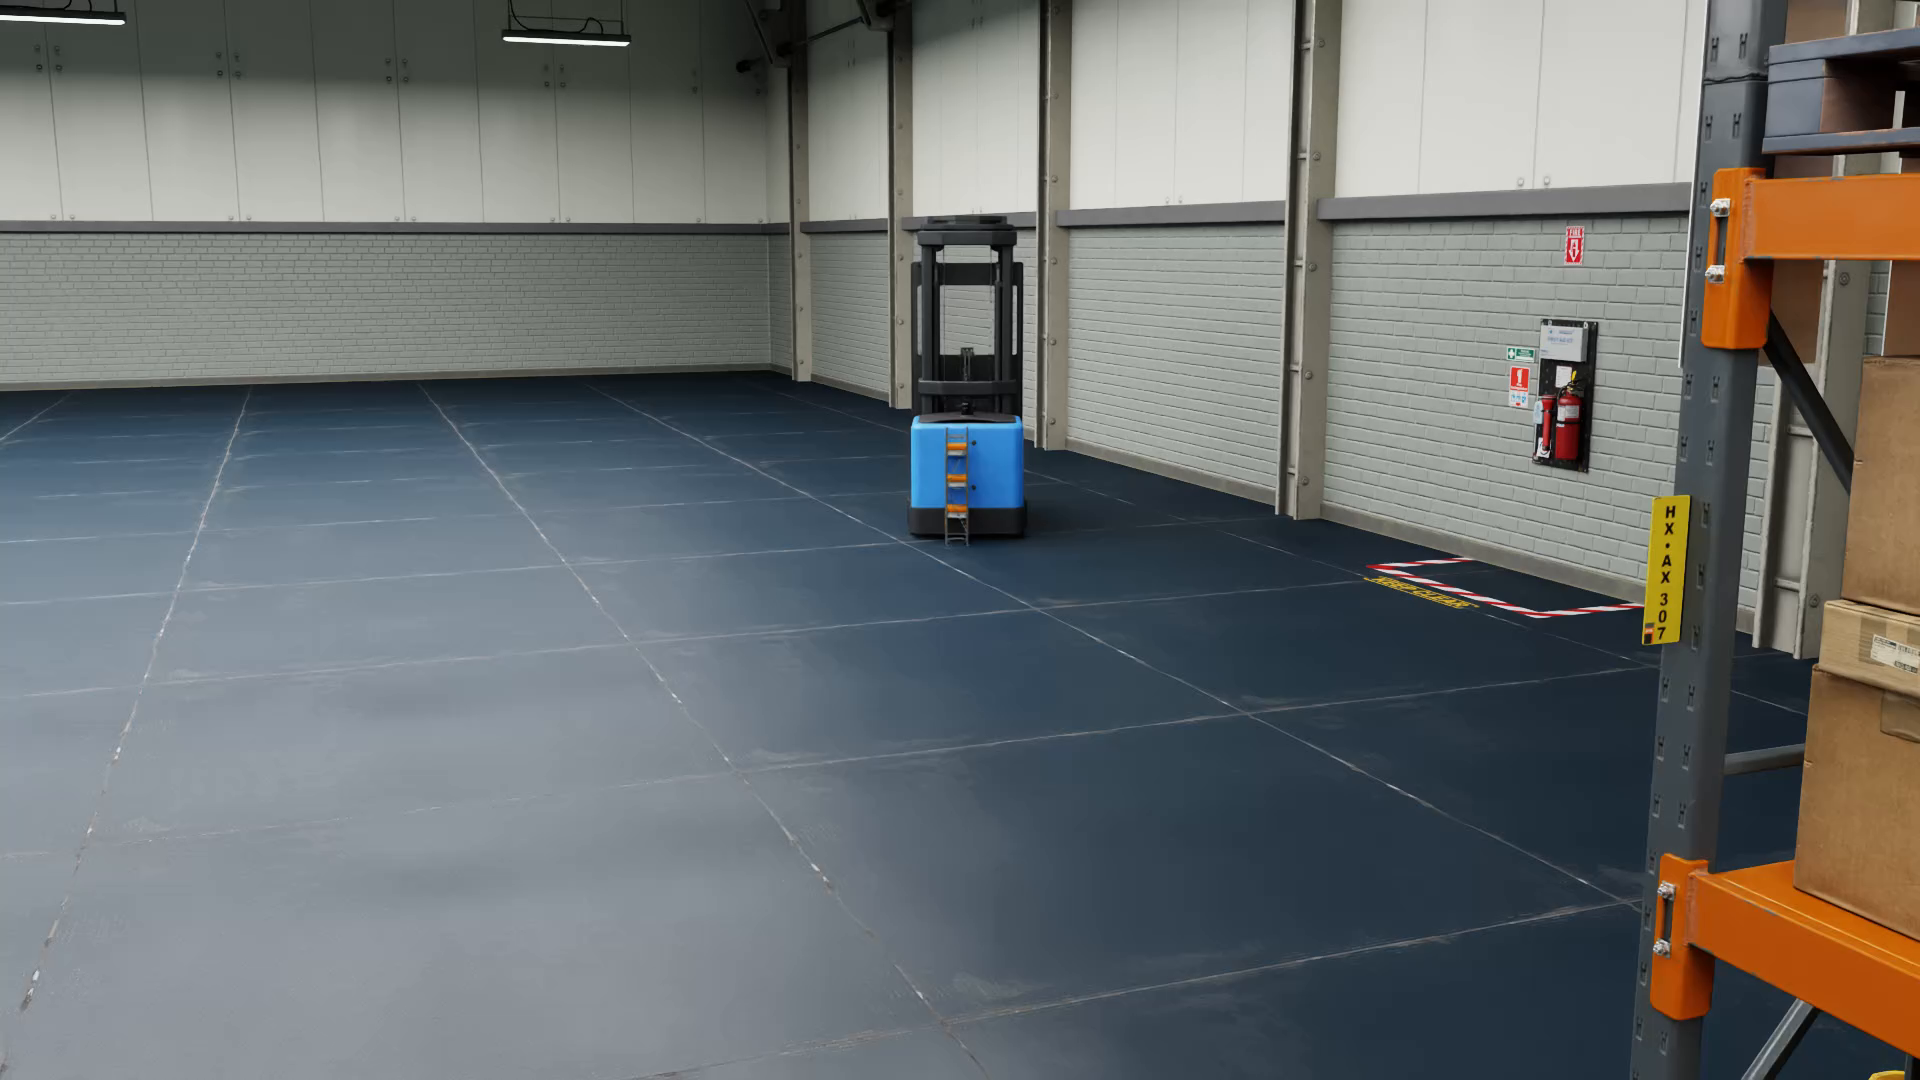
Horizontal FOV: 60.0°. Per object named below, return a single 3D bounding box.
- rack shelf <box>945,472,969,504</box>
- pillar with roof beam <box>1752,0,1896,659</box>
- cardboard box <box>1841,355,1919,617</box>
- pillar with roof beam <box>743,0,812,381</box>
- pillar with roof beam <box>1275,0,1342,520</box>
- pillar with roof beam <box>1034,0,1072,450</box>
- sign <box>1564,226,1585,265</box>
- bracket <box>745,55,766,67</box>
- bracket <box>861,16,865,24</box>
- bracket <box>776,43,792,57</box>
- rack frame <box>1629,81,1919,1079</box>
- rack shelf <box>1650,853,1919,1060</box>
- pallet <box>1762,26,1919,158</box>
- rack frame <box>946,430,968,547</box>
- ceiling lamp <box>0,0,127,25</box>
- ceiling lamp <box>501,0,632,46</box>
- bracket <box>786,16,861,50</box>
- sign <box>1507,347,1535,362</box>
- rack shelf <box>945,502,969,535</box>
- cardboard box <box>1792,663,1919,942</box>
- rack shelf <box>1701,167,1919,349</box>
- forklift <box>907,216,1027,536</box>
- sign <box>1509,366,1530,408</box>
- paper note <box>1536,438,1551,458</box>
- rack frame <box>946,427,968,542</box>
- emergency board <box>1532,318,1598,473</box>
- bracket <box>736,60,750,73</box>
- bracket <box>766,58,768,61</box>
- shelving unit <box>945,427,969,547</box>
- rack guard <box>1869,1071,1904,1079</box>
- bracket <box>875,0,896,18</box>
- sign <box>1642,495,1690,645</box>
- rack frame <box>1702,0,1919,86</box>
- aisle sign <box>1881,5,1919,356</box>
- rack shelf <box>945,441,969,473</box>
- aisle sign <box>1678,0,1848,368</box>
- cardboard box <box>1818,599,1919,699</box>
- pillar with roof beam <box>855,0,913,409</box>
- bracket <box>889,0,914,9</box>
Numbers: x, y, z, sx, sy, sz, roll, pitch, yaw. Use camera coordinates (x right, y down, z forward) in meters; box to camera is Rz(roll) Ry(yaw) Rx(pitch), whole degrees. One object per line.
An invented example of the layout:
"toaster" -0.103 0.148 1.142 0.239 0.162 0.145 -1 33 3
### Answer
"rack shelf" -0.026 -0.466 14.931 0.215 0.259 0.240 0 10 0
"pillar with roof beam" 1.544 -3.419 8.773 9.100 9.000 0.400 -4 11 -21
"cardboard box" 2.231 -0.105 3.288 0.700 0.500 0.500 -4 11 -21
"pillar with roof beam" -7.153 -7.336 30.796 9.100 9.000 0.548 -4 11 -21
"pillar with roof beam" -0.630 -4.398 14.279 9.100 9.000 0.400 -4 11 -21
"pillar with roof beam" -2.805 -5.377 19.785 9.100 9.000 0.400 -4 11 -21
"sign" 4.786 -2.293 12.956 0.001 0.298 0.199 -4 11 -21
"bracket" -4.267 -9.717 33.904 0.076 0.066 3.189 -4 11 -21
"bracket" -1.448 -8.447 26.765 0.235 0.232 0.430 -4 11 -21
"bracket" -3.321 -9.291 31.509 0.235 0.232 0.430 -4 11 -21
"rack frame" 2.055 0.497 3.892 1.000 3.000 0.127 -4 11 -21
"rack shelf" 2.780 1.178 2.119 1.077 0.370 4.000 -4 11 -21
"pallet" 2.287 -0.819 2.978 1.003 0.211 1.213 -4 11 -21
"rack frame" -0.027 -0.455 14.809 0.200 1.050 0.008 0 10 0
"ceiling lamp" -13.205 -9.072 23.887 2.000 3.185 0.800 -4 11 -21
"ceiling lamp" -6.364 -9.537 26.505 2.000 3.185 0.800 -4 11 -21
"bracket" -2.388 -8.871 29.145 0.076 0.066 4.783 -4 11 -21
"sign" 4.585 -1.518 13.603 0.001 0.109 0.331 -4 11 -21
"rack shelf" -0.026 -0.192 14.980 0.215 0.259 0.240 0 10 0
"cardboard box" 2.212 0.525 3.450 0.700 0.500 0.500 -4 11 -21
"rack shelf" 2.780 -0.299 1.857 1.077 0.370 4.000 -4 11 -21
"forklift" 0.068 -1.691 16.385 1.130 2.935 3.031 0 10 0
"sign" 4.592 -1.258 13.657 0.001 0.329 0.234 -4 11 -21
"paper note" 4.697 -0.743 13.380 0.016 0.148 0.142 -4 11 -21
"rack frame" -0.025 -0.498 15.049 0.200 1.050 0.008 0 10 0
"emergency board" 4.696 -1.144 13.116 0.194 1.169 0.643 -4 11 -21
"bracket" -4.481 -9.813 34.446 0.235 0.232 0.430 -4 11 -21
"bracket" -3.622 -9.427 32.271 0.235 0.232 0.430 -4 11 -21
"shelving unit" -0.026 -0.476 14.929 0.215 1.050 0.252 0 10 0
"rack guard" 2.046 1.724 4.132 1.175 0.500 0.348 -4 11 -21
"bracket" -1.147 -8.312 26.004 0.235 0.232 0.430 -4 11 -21
"sign" 1.536 0.066 3.616 0.100 0.325 0.005 -4 11 -21
"rack frame" 2.055 -2.457 3.366 1.000 3.000 0.127 -4 11 -21
"aisle sign" 2.305 -0.812 3.829 0.394 0.787 0.004 -4 11 -21
"rack shelf" -0.026 -0.745 14.881 0.215 0.259 0.240 0 10 0
"aisle sign" 1.746 -0.774 3.615 0.394 0.787 0.004 -4 11 -21
"cardboard box" 1.996 0.206 3.389 0.380 0.149 0.250 -4 11 -21
"pillar with roof beam" -4.979 -6.357 25.290 9.100 9.000 0.548 -4 11 -21
"bracket" -0.213 -7.891 23.639 0.076 0.066 4.783 -4 11 -21
